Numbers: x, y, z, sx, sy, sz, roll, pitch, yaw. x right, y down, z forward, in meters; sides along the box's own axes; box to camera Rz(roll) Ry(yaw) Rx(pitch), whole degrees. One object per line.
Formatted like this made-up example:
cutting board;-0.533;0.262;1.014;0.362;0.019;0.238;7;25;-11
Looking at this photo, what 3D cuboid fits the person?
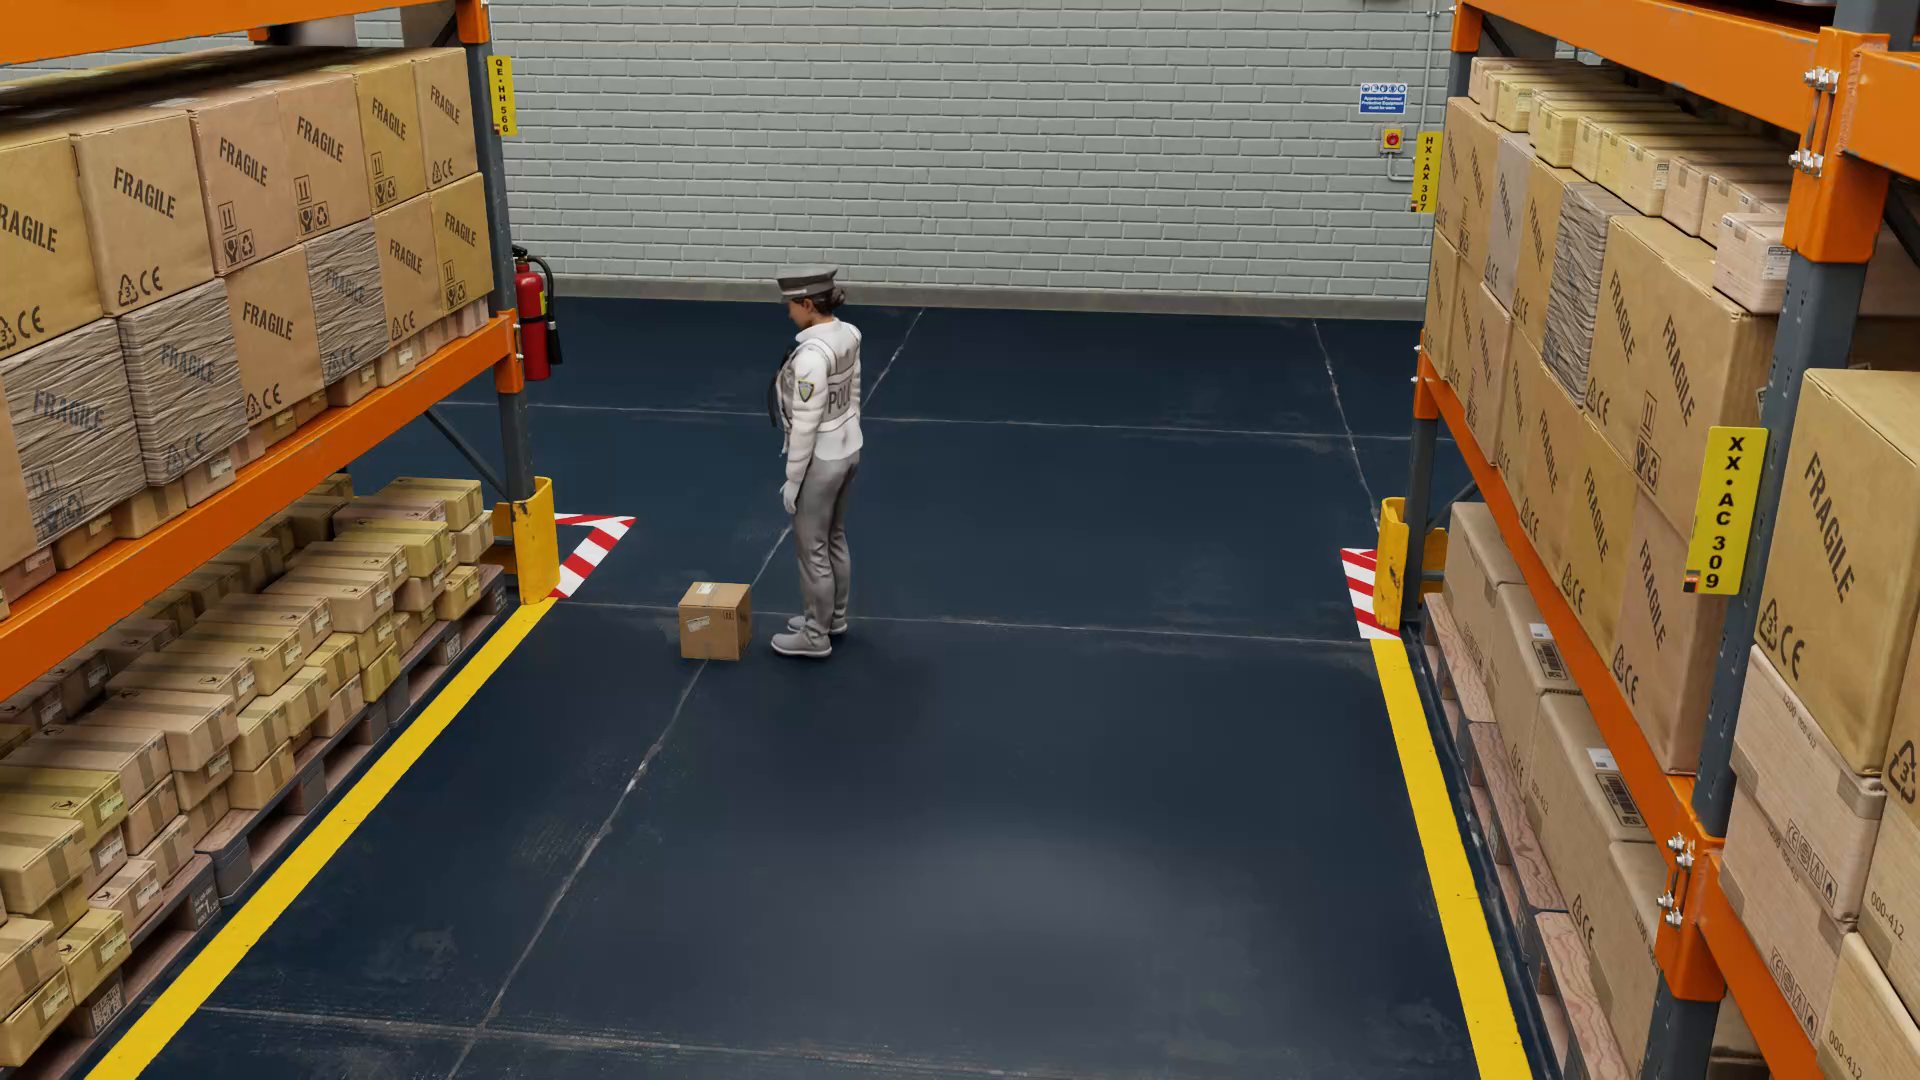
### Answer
person;-0.618;-0.304;6.816;0.418;1.680;0.500;7;22;16
